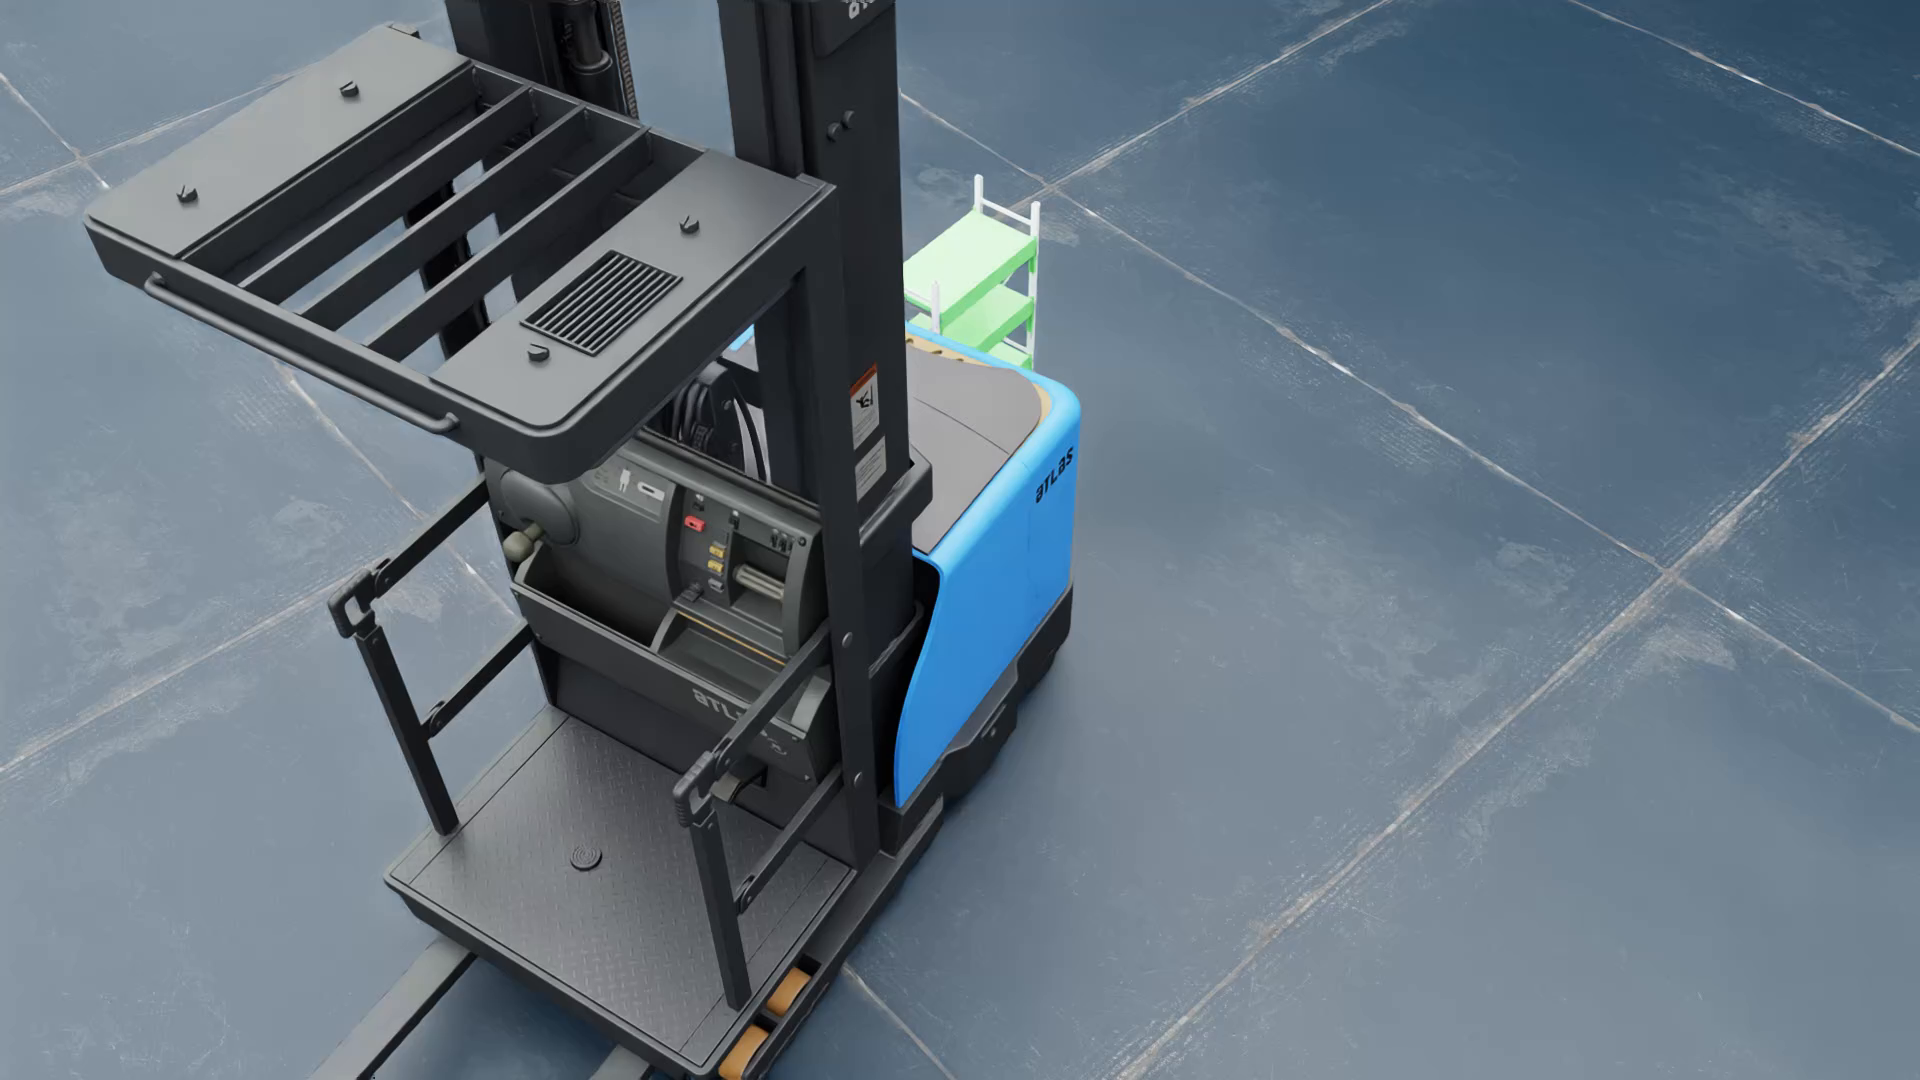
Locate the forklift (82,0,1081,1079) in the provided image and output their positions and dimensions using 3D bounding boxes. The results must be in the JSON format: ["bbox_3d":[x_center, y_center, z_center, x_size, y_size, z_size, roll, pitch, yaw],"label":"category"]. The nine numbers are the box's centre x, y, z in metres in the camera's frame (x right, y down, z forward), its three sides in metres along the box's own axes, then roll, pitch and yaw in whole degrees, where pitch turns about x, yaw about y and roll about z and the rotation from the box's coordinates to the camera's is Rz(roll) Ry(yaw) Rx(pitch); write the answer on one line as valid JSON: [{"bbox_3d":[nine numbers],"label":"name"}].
[{"bbox_3d":[-0.839,0.055,3.705,1.130,2.935,3.031,24,52,21],"label":"forklift"}]

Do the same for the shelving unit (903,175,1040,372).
[{"bbox_3d":[-0.006,-0.529,5.421,0.258,1.200,0.503,30,54,25],"label":"shelving unit"}]

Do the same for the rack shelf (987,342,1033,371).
[{"bbox_3d":[-0.006,-0.485,5.468,0.258,0.148,0.480,30,54,25],"label":"rack shelf"}]

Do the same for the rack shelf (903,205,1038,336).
[{"bbox_3d":[-0.006,-0.811,5.115,0.258,0.148,0.480,30,54,25],"label":"rack shelf"}]

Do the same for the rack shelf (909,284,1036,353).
[{"bbox_3d":[-0.006,-0.648,5.292,0.258,0.148,0.480,30,54,25],"label":"rack shelf"}]

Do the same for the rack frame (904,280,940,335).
[{"bbox_3d":[-0.156,-0.388,5.291,0.240,1.200,0.015,30,54,25],"label":"rack frame"}]

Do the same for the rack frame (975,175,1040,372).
[{"bbox_3d":[0.145,-0.670,5.551,0.240,1.200,0.015,30,54,25],"label":"rack frame"}]
